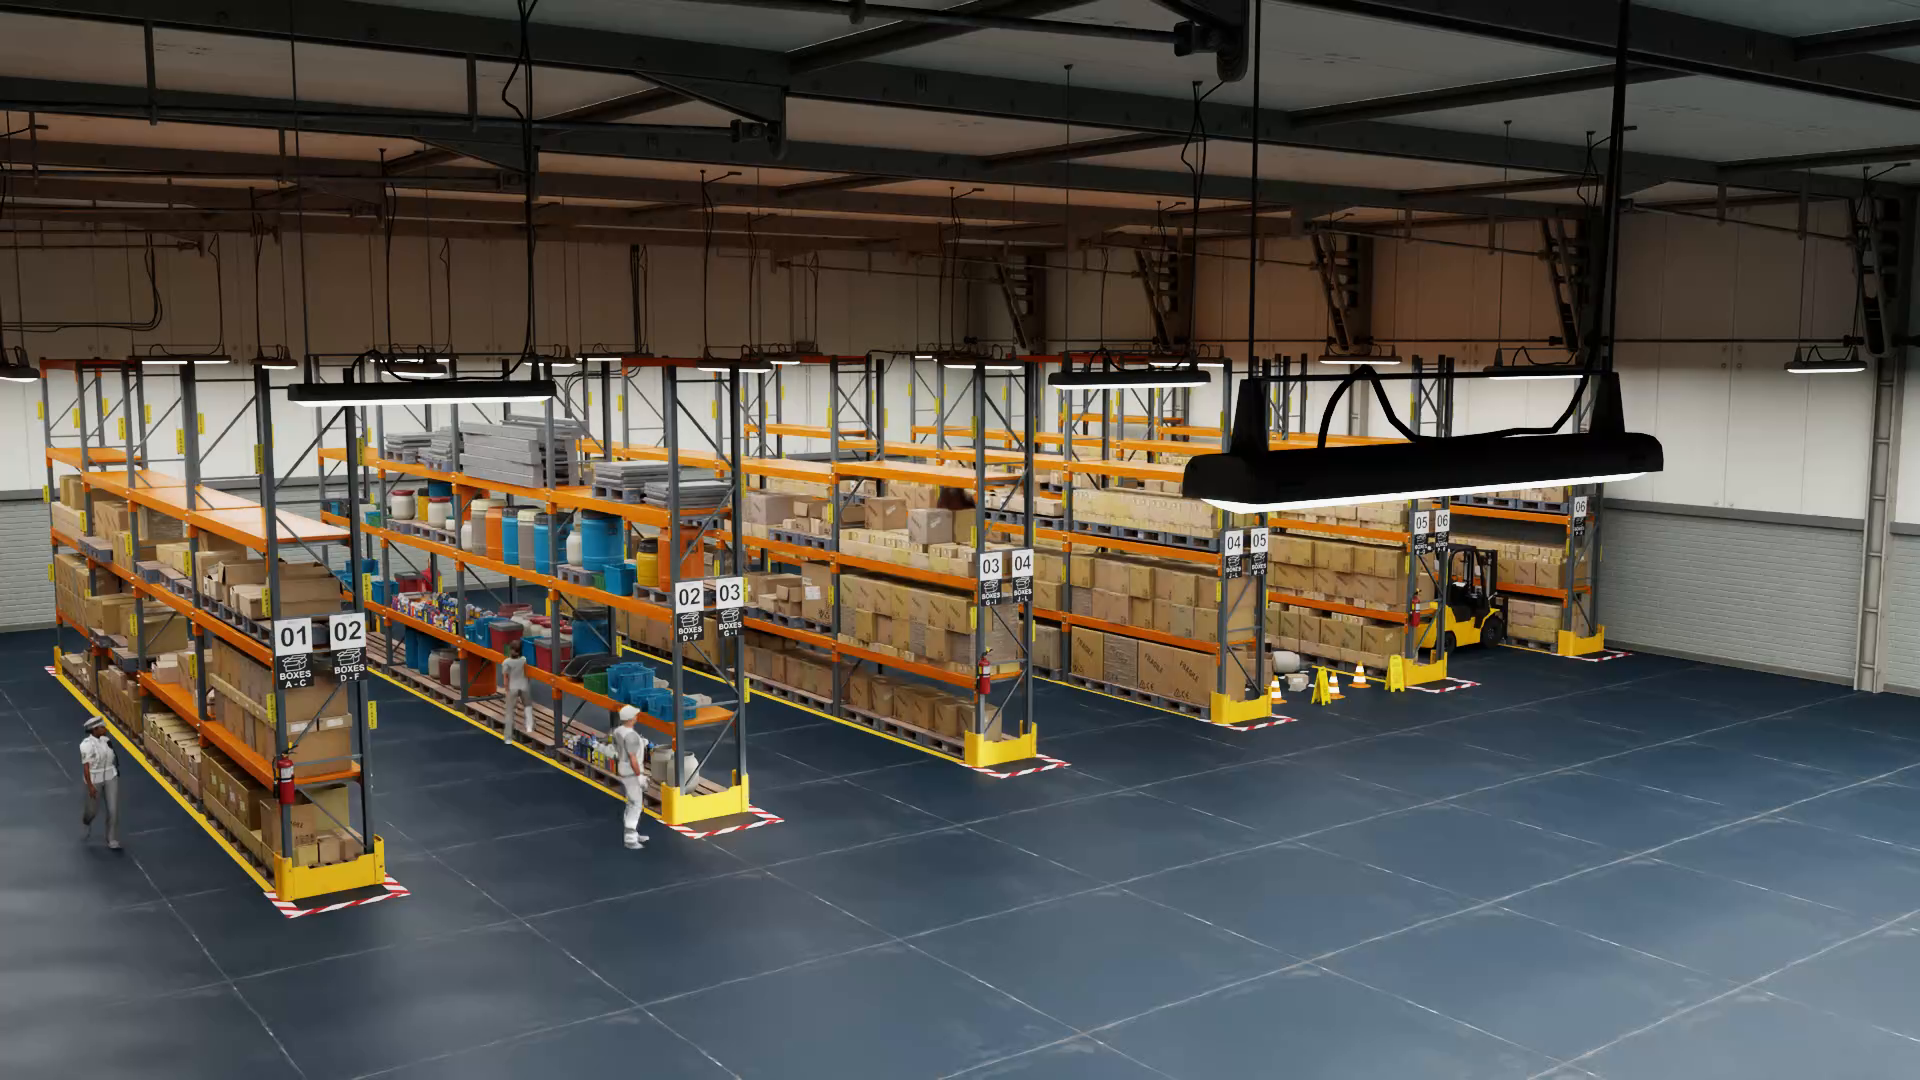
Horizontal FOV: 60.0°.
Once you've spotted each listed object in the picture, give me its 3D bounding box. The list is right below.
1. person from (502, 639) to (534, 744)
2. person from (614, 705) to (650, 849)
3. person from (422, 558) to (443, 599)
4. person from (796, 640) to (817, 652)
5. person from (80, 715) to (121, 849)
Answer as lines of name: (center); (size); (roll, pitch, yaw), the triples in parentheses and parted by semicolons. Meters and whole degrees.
person: (-6.926, 2.371, 26.039); (0.481, 1.675, 0.477); (-3, 7, -23)
person: (-4.123, 2.958, 20.940); (0.439, 1.820, 0.597); (-1, 7, -10)
person: (-11.304, 1.217, 35.770); (1.028, 1.679, 0.648); (5, 8, 35)
person: (-3.046, 1.638, 32.840); (0.498, 1.516, 0.960); (-4, 8, -31)
person: (-10.751, 3.004, 20.803); (0.441, 1.659, 0.612); (-5, 9, -38)
